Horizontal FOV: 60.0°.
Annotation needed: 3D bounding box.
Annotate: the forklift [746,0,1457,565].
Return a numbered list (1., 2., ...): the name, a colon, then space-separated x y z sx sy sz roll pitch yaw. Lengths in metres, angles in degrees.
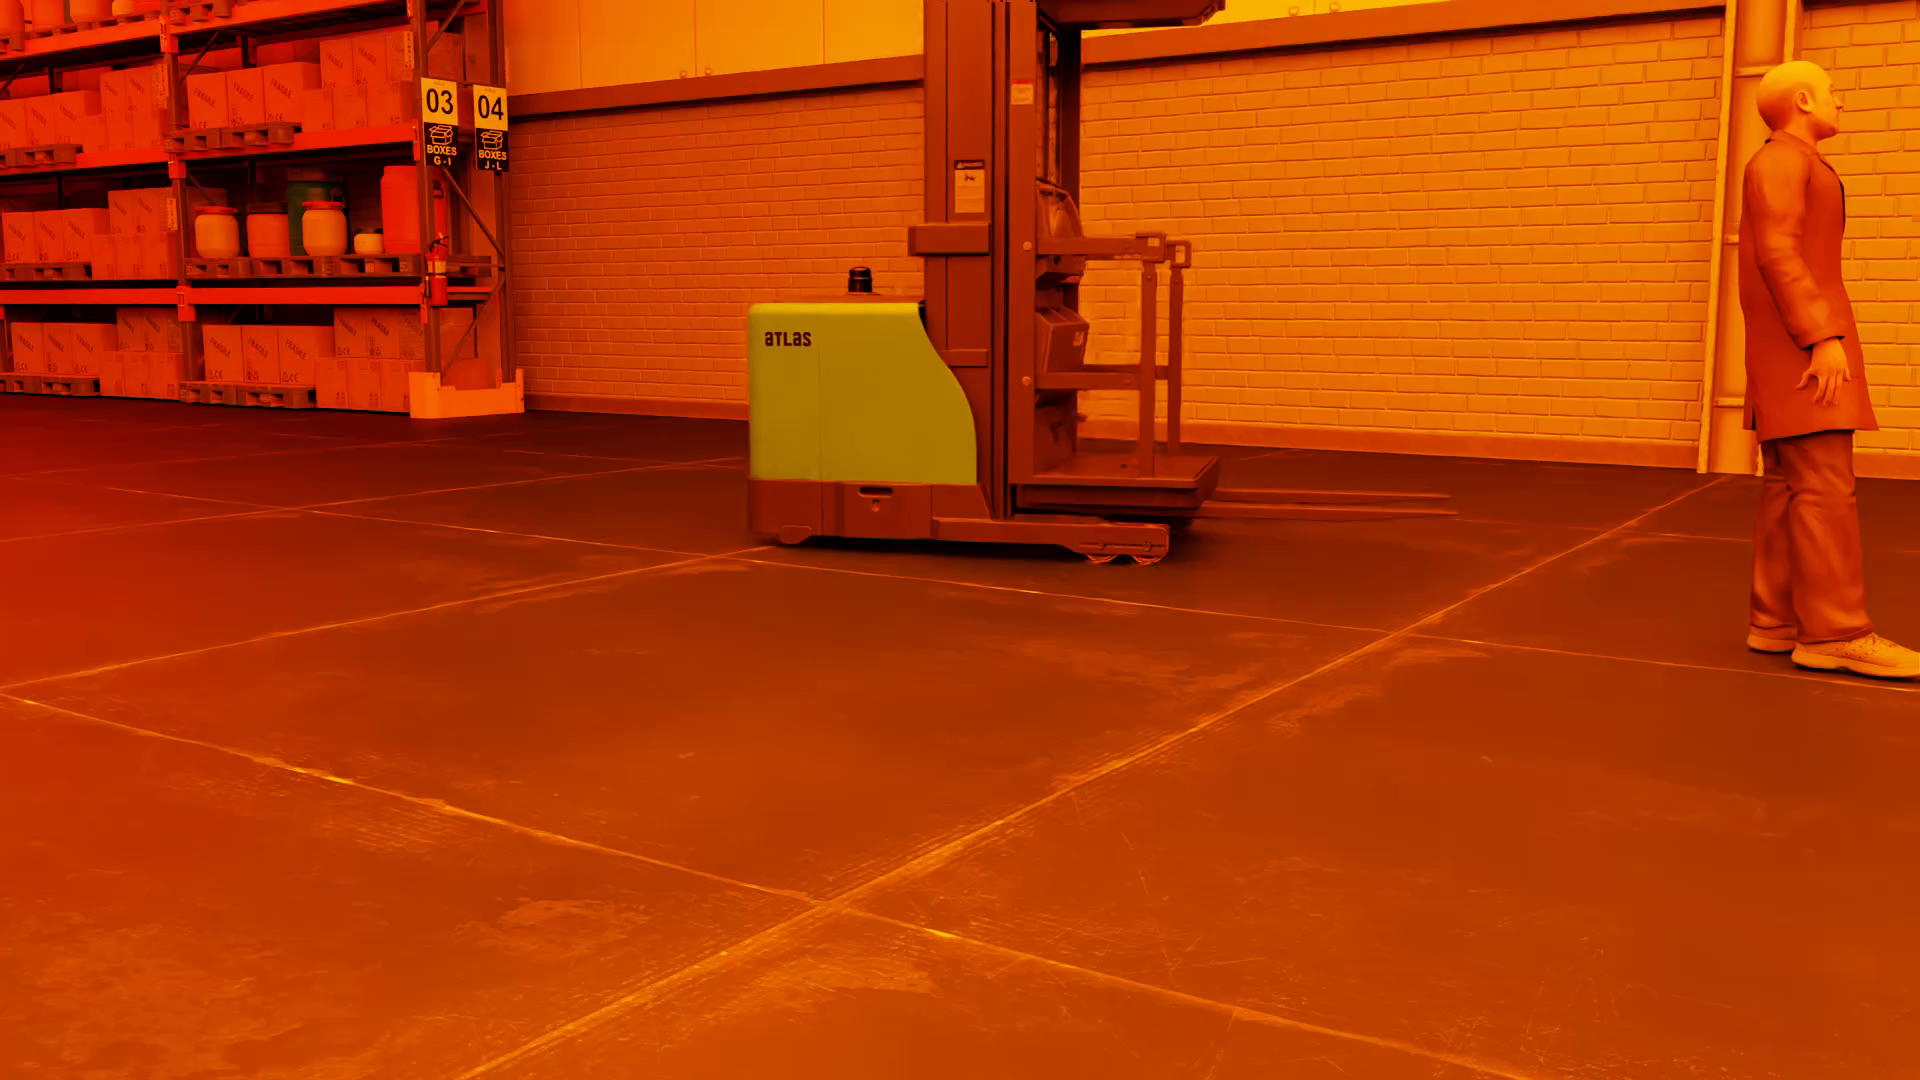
1. forklift: 0.629 -1.432 7.260 3.031 2.935 1.130 2 8 14

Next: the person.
1. person: 2.620 -0.530 4.972 0.580 1.777 0.694 3 9 23
